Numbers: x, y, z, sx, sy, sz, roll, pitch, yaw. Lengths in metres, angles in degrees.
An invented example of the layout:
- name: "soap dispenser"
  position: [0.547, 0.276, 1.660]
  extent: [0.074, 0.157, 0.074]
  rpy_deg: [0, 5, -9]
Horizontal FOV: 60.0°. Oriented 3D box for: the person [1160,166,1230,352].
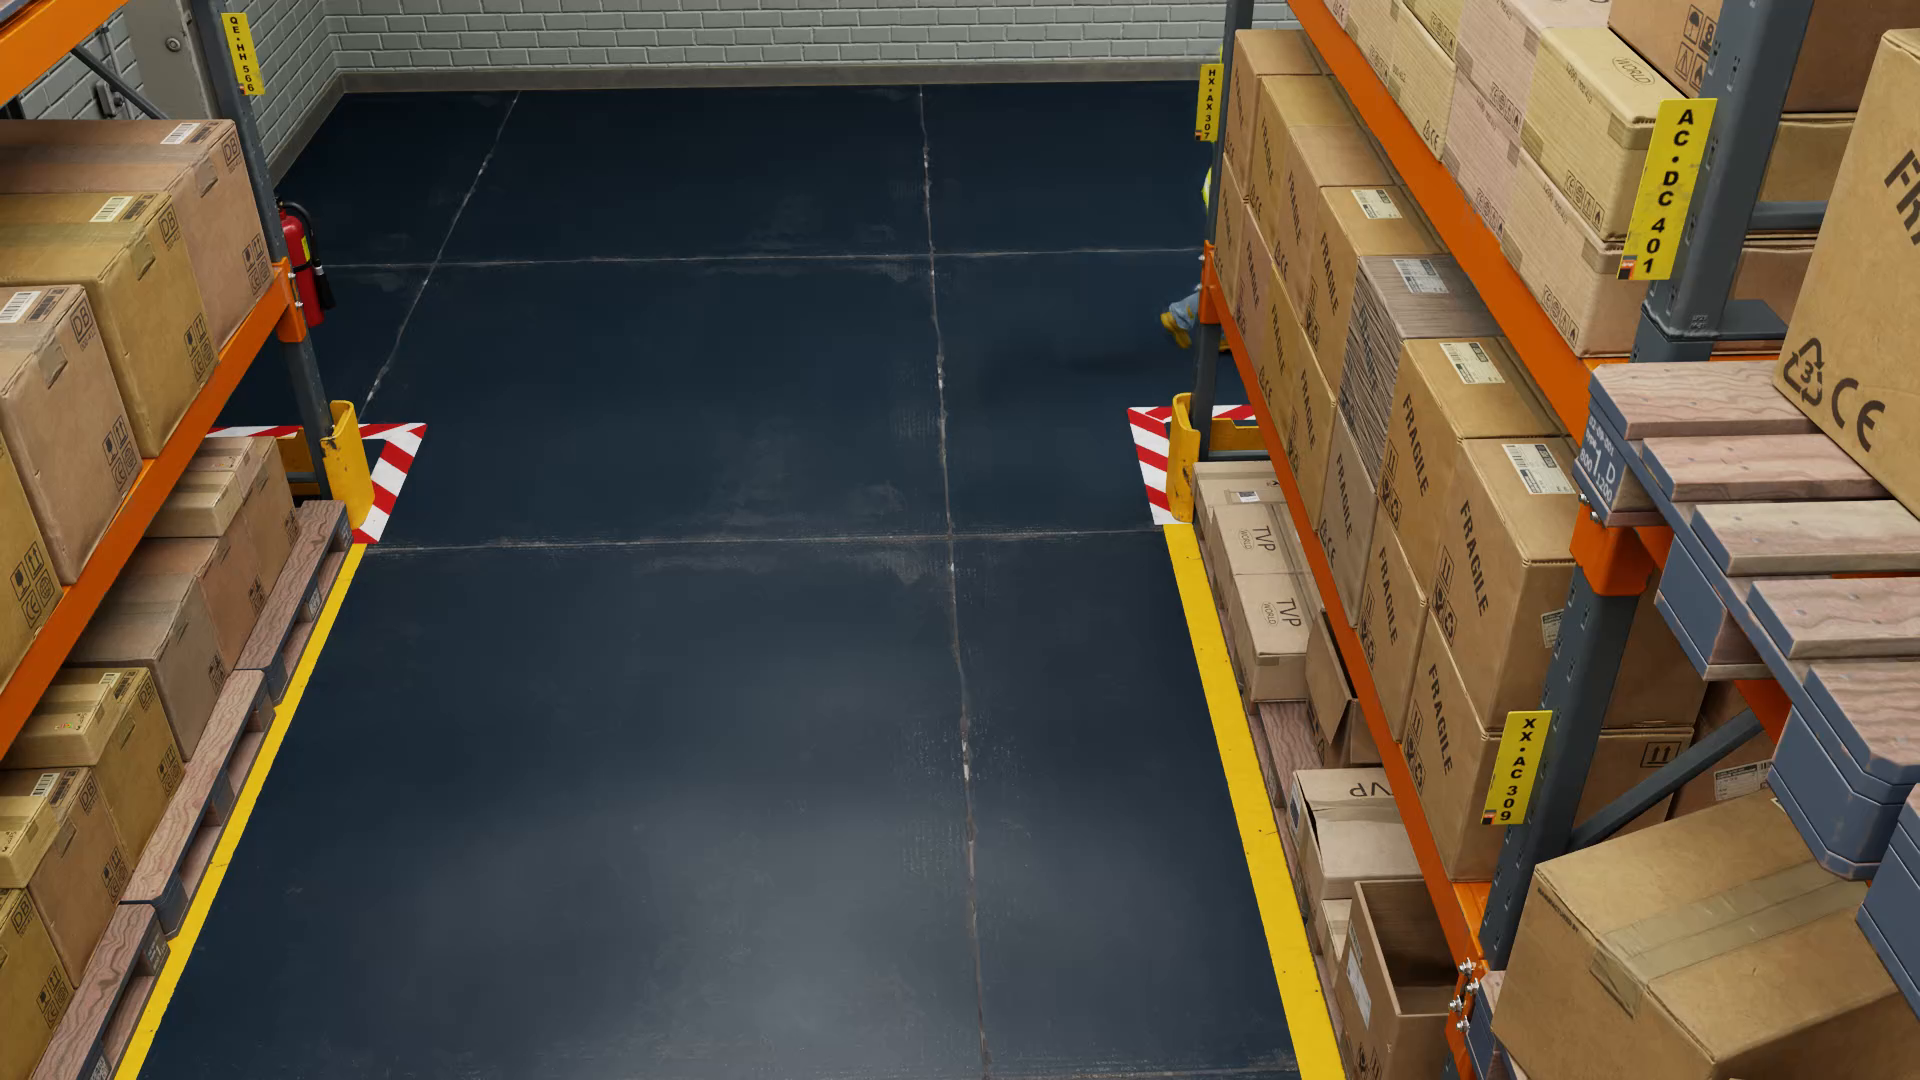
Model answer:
- name: "person"
  position: [1.366, -1.717, 8.547]
  extent: [0.618, 1.752, 0.634]
  rpy_deg: [-2, 35, -3]
